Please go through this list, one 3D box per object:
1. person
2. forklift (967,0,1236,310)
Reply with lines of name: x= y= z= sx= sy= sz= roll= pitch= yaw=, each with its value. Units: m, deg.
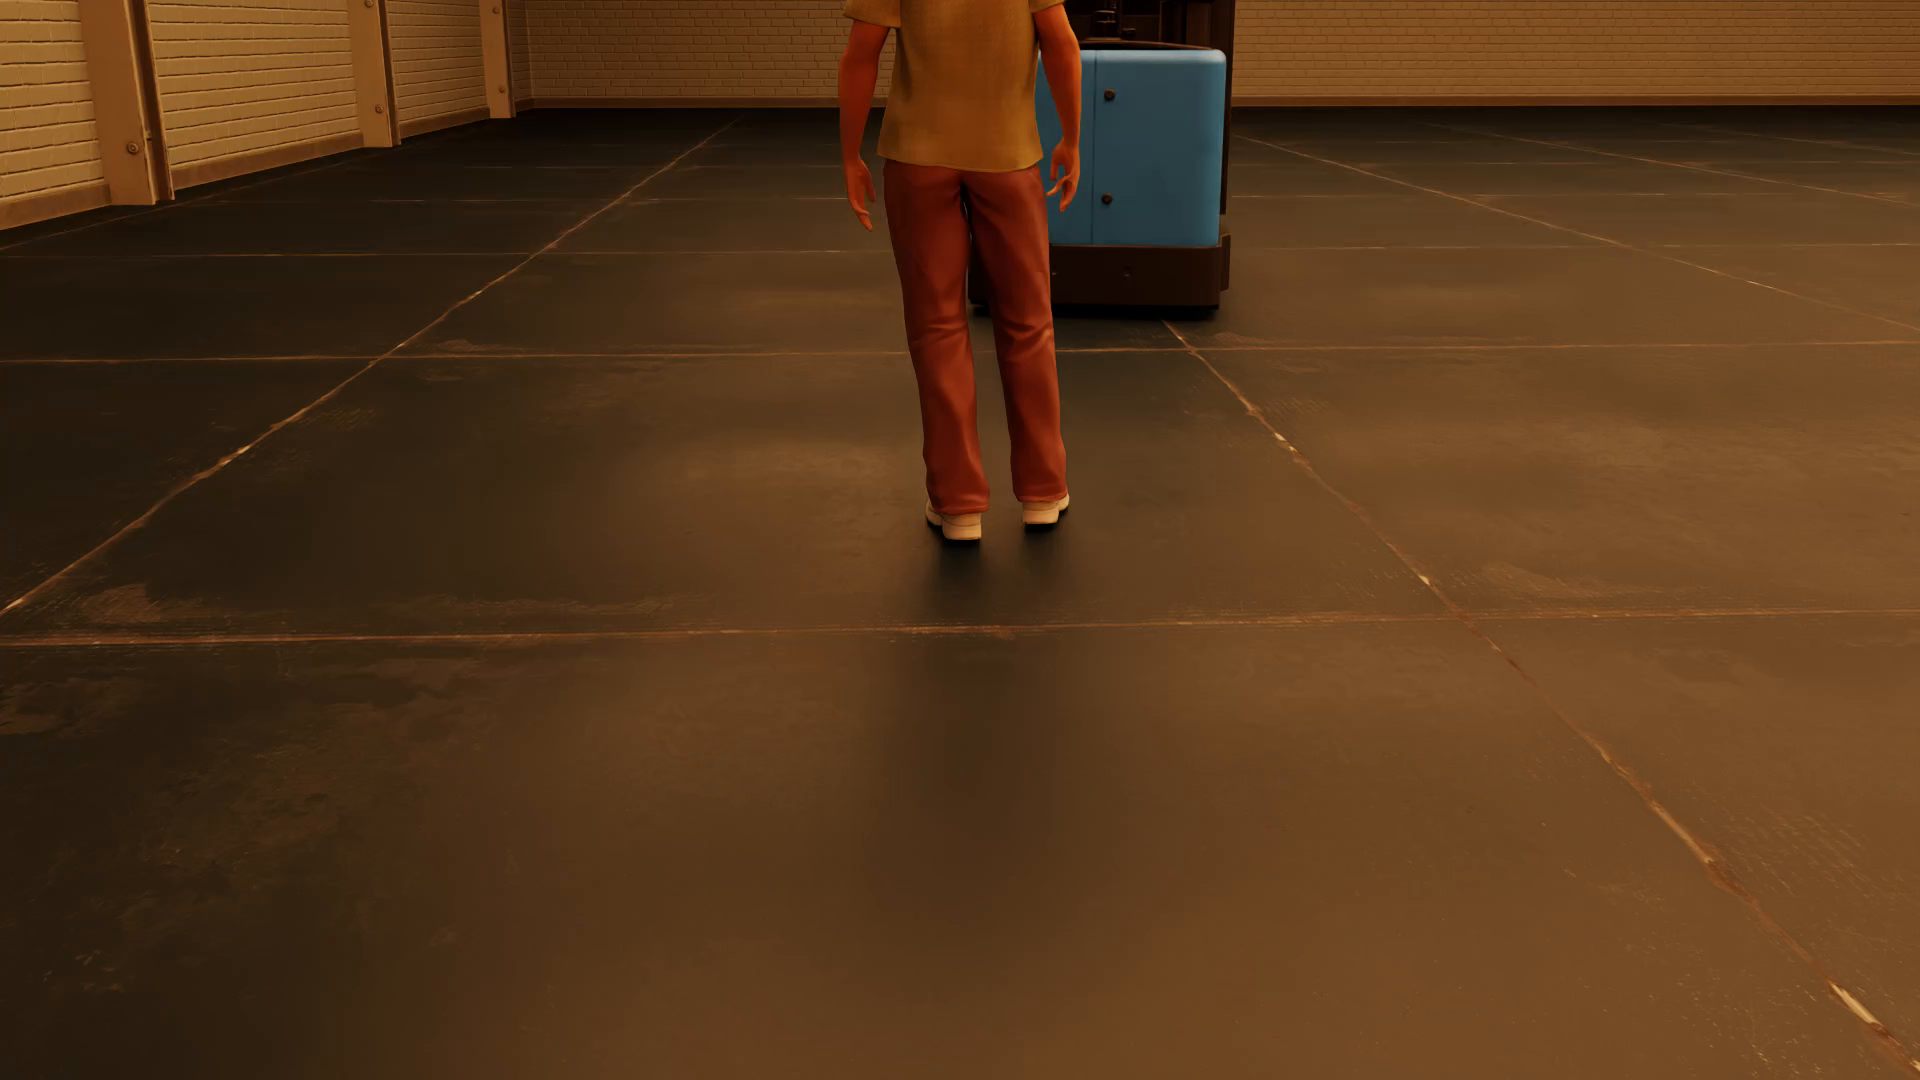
person: x=0.008 y=-0.830 z=3.742 sx=0.553 sy=1.673 sz=0.548 roll=-1 pitch=17 yaw=-3
forklift: x=0.765 y=-2.742 z=7.870 sx=1.130 sy=2.935 sz=3.031 roll=3 pitch=17 yaw=8
